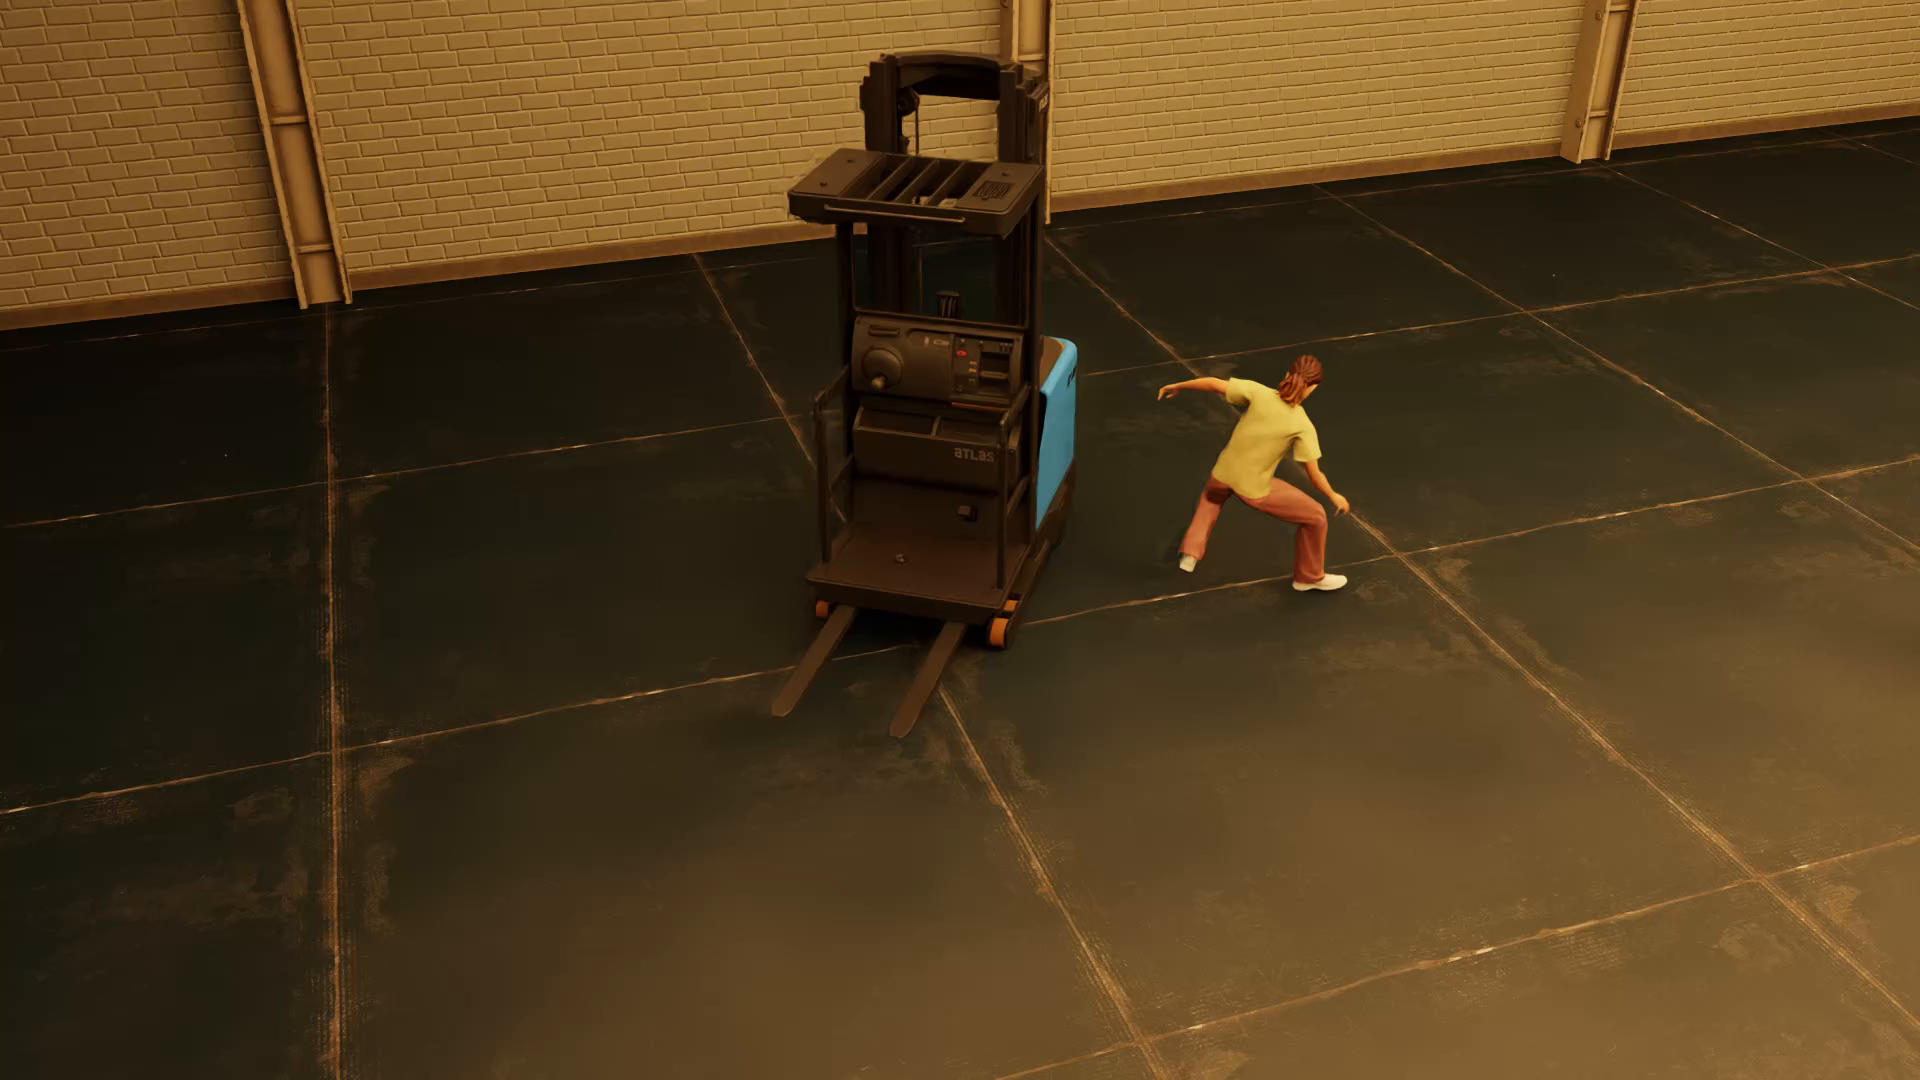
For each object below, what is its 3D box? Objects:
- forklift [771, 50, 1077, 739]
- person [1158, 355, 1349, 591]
[{"bbox_3d":[-0.182,-0.904,8.657,1.130,2.935,3.031,8,31,14],"label":"forklift"},{"bbox_3d":[1.602,-0.364,9.248,1.067,1.406,0.704,24,38,35],"label":"person"}]
